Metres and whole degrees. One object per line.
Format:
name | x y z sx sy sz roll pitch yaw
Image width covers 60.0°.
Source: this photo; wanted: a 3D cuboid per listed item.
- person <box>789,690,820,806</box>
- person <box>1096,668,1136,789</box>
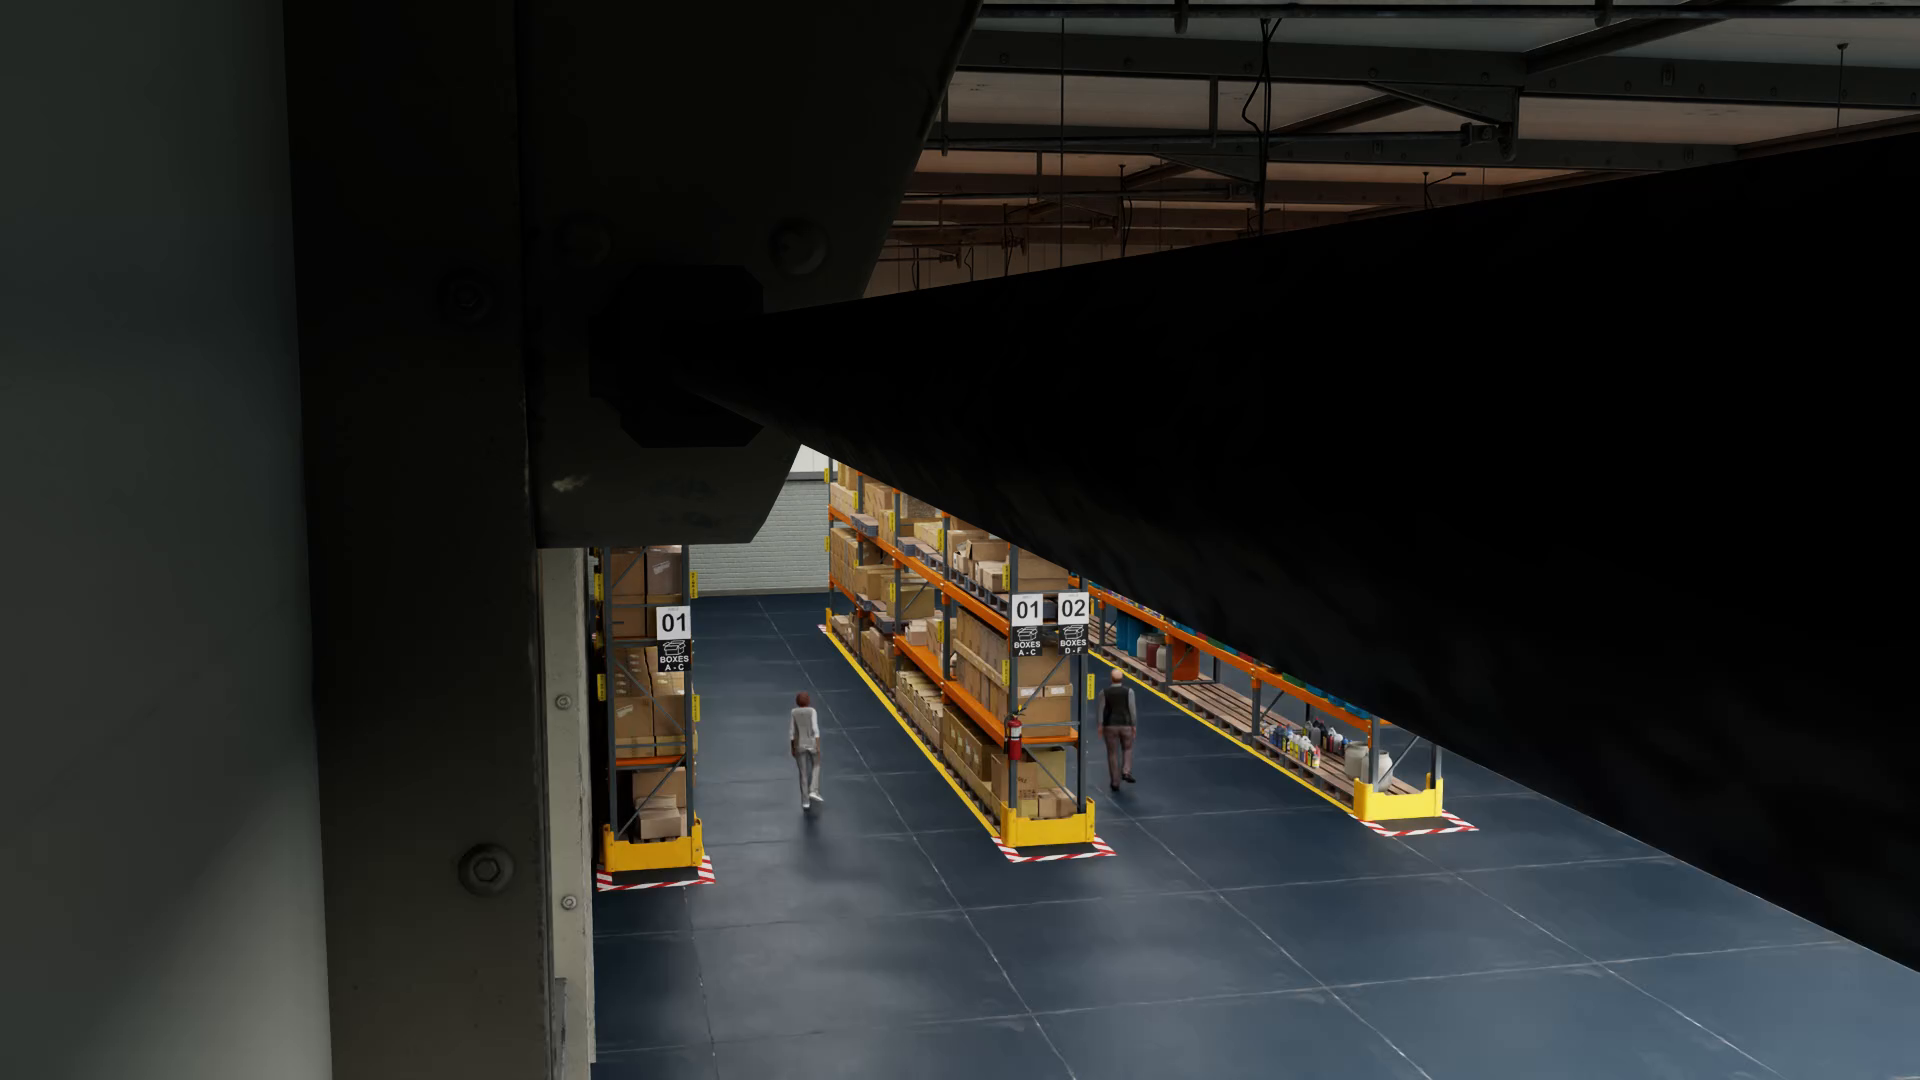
person | -2.128 2.857 22.755 0.421 1.612 0.522 -1 7 -5
person | 2.211 2.667 23.688 0.566 1.715 0.548 0 7 -2
